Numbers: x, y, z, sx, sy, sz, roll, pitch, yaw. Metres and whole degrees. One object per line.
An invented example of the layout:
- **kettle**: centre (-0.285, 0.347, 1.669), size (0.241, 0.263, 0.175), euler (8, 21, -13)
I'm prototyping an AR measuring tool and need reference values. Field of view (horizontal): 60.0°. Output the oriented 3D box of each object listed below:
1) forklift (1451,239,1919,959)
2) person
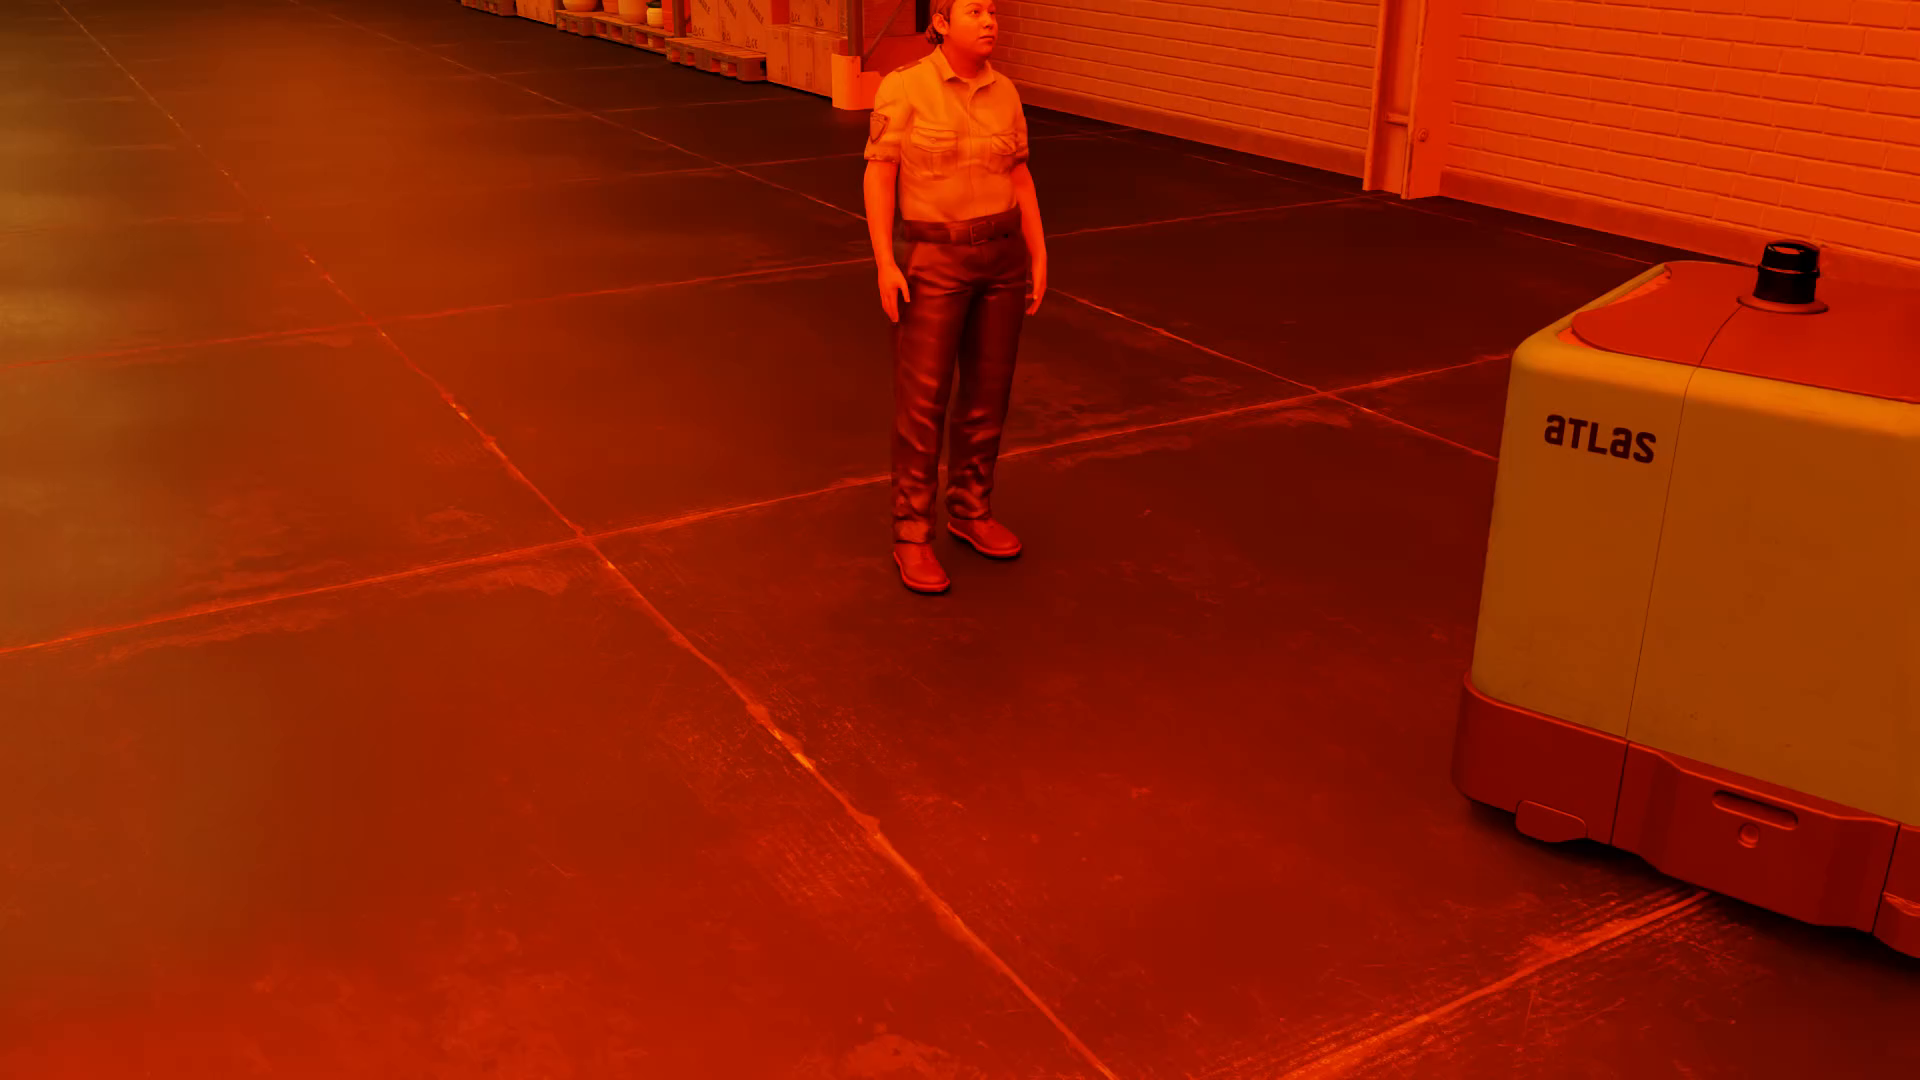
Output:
- **forklift**: centre (2.550, -0.549, 2.611), size (3.031, 2.935, 1.130), euler (17, 28, 35)
- **person**: centre (0.025, -0.734, 4.736), size (0.598, 1.651, 0.502), euler (-12, 25, -28)
